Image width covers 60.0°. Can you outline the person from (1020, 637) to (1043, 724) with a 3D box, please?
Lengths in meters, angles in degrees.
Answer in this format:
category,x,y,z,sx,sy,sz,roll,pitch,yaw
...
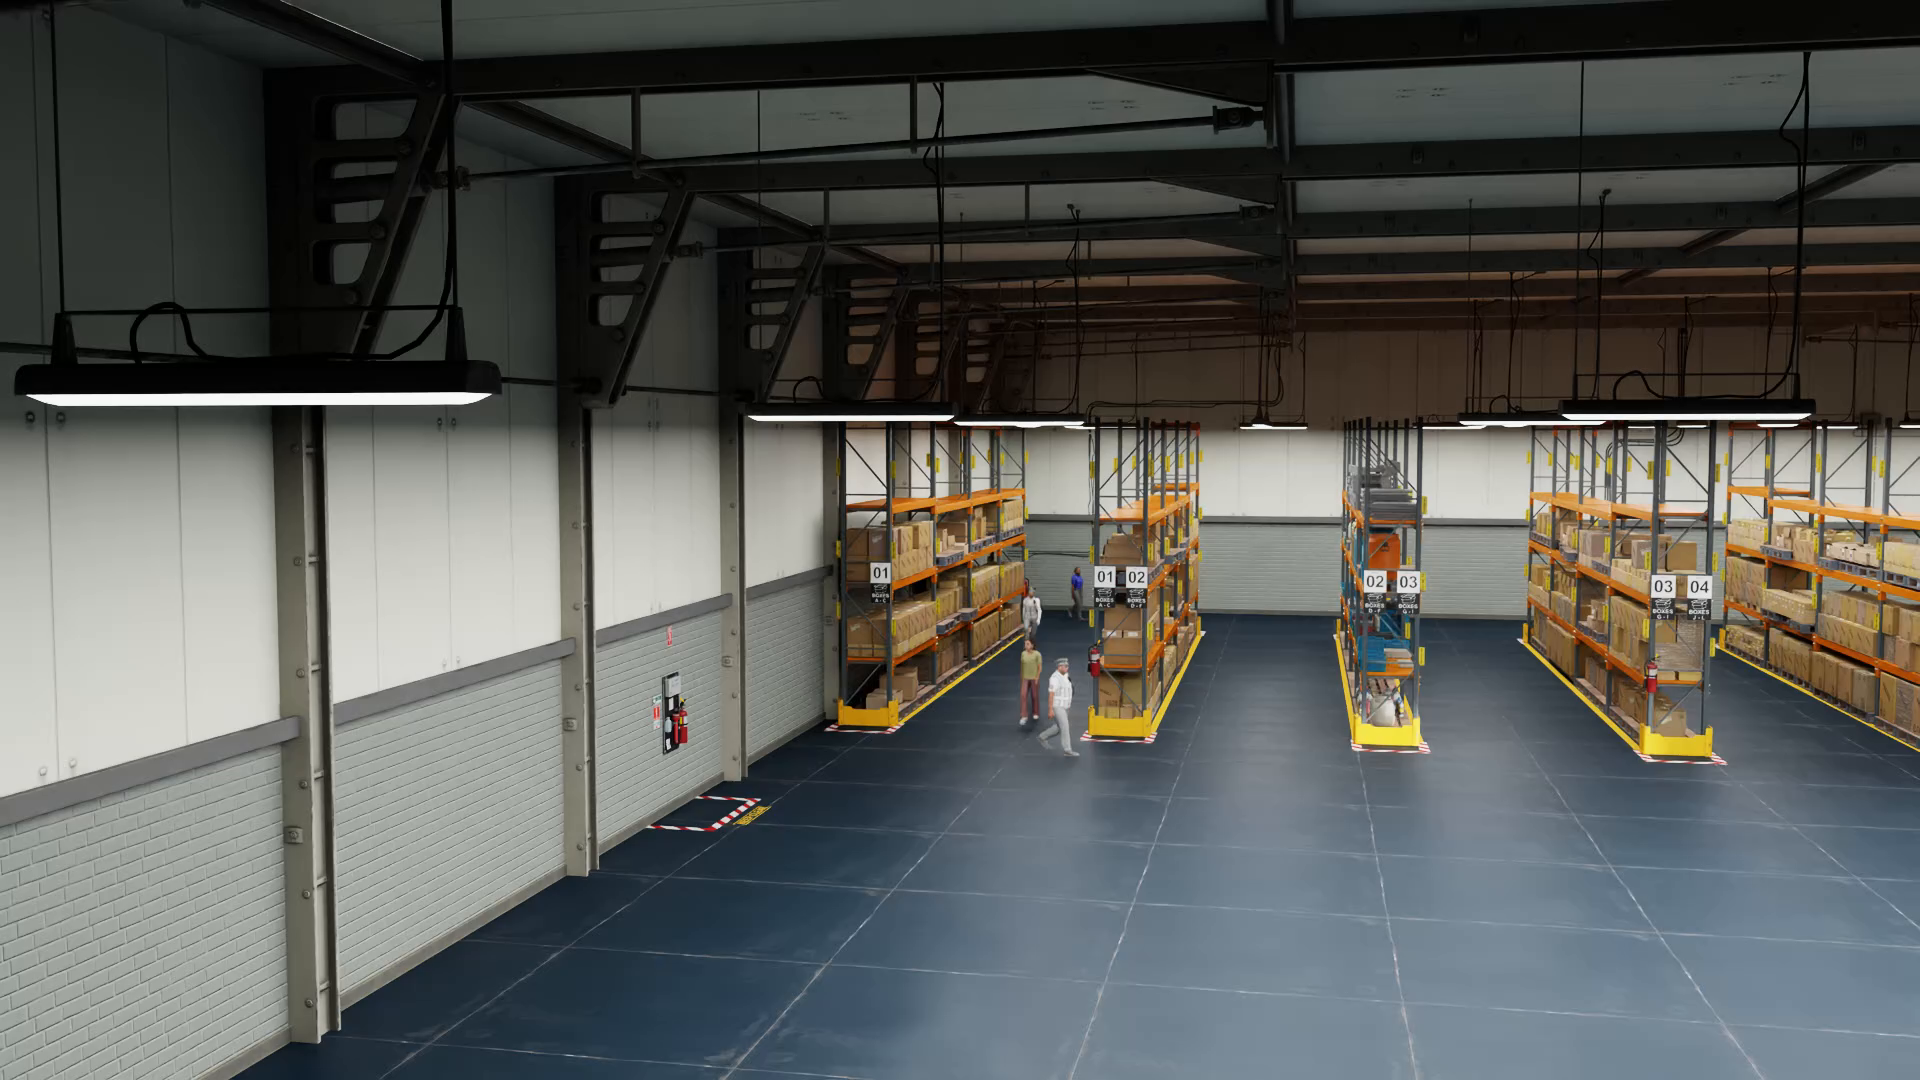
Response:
category,x,y,z,sx,sy,sz,roll,pitch,yaw
person,1.382,2.754,32.791,0.463,1.640,0.855,1,4,15

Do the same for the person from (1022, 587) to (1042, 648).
category,x,y,z,sx,sy,sz,roll,pitch,yaw
person,1.826,1.948,42.128,0.482,1.544,1.043,0,4,1

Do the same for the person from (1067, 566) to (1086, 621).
category,x,y,z,sx,sy,sz,roll,pitch,yaw
person,3.531,1.618,50.561,0.722,1.643,0.467,3,5,39

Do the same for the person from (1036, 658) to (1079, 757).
category,x,y,z,sx,sy,sz,roll,pitch,yaw
person,1.762,2.939,29.532,0.944,1.721,0.567,2,4,30
